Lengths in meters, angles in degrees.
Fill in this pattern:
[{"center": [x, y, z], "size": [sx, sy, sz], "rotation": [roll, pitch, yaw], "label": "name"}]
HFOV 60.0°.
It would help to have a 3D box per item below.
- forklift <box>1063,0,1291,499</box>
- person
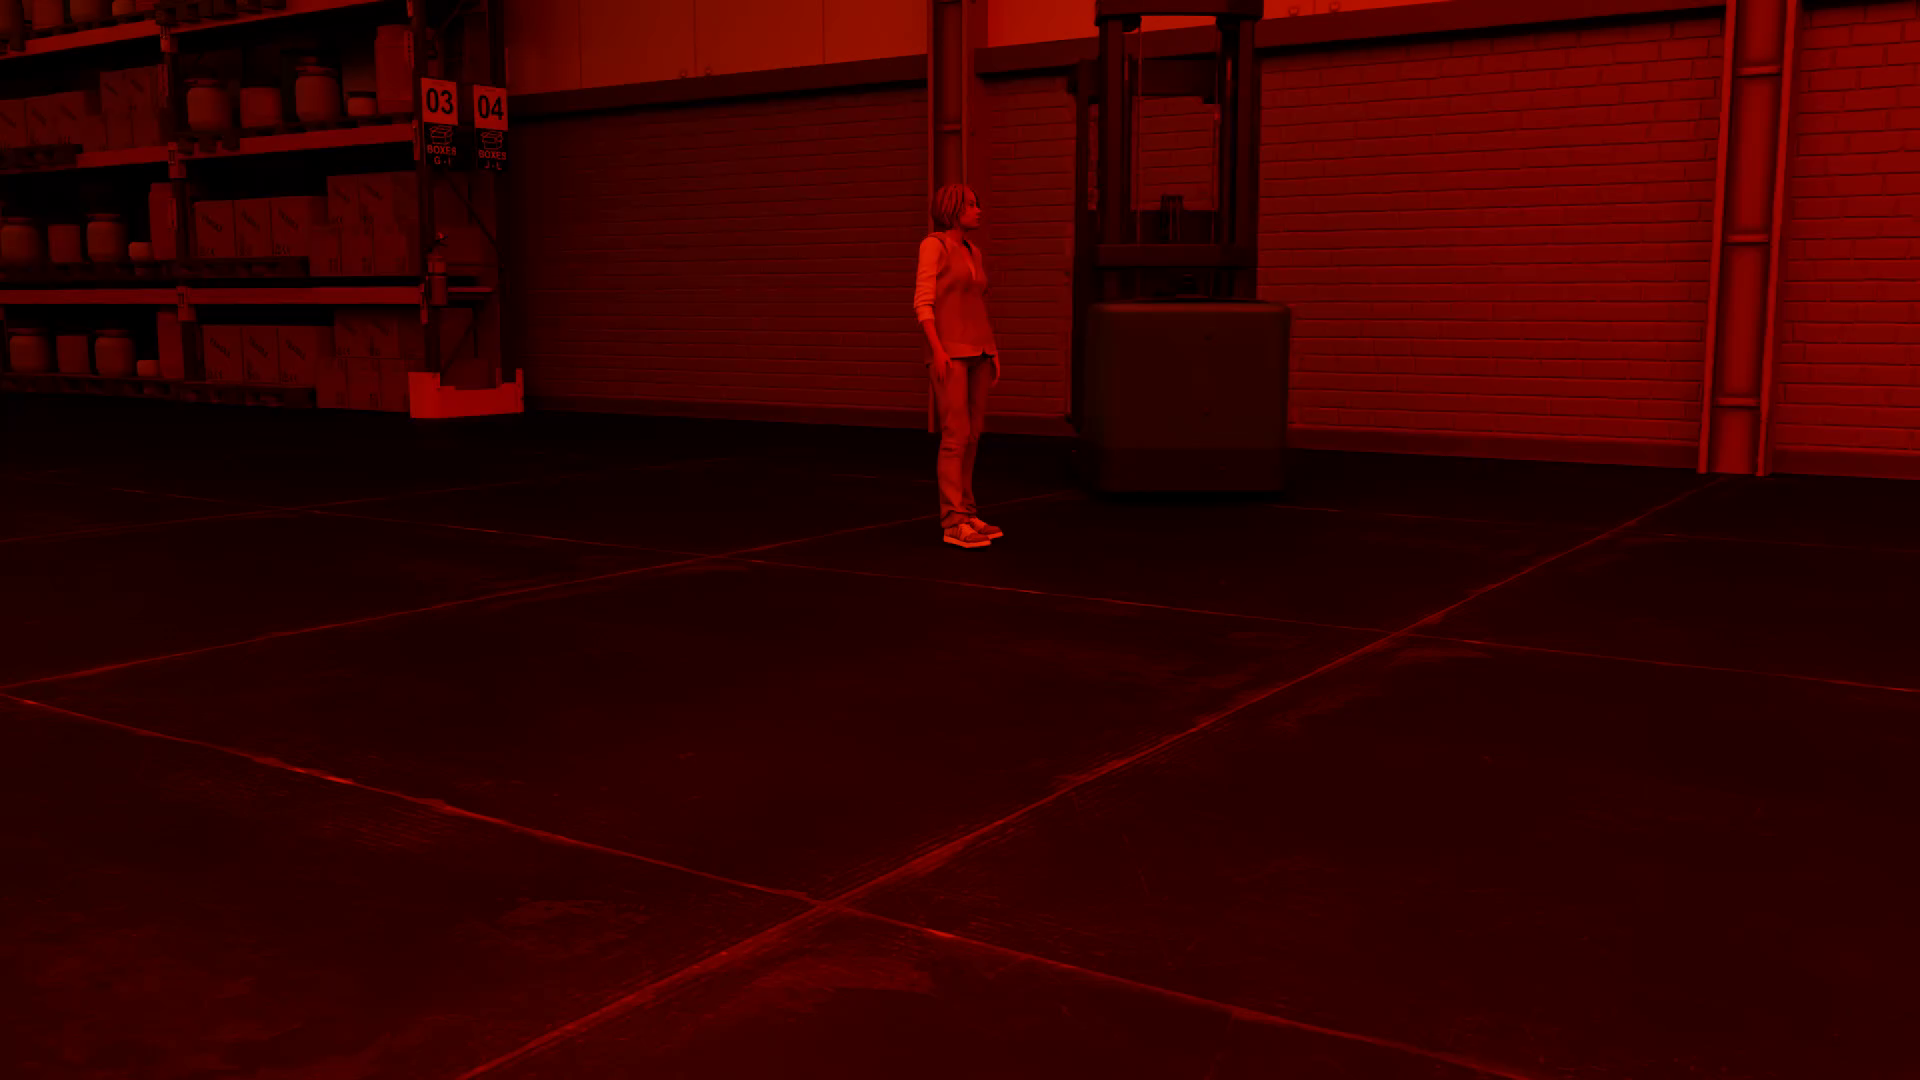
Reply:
[{"center": [1.232, -1.852, 10.219], "size": [1.130, 2.935, 3.031], "rotation": [0, 8, -1], "label": "forklift"}, {"center": [0.053, -0.791, 7.438], "size": [0.475, 1.597, 0.520], "rotation": [5, 10, 34], "label": "person"}]
